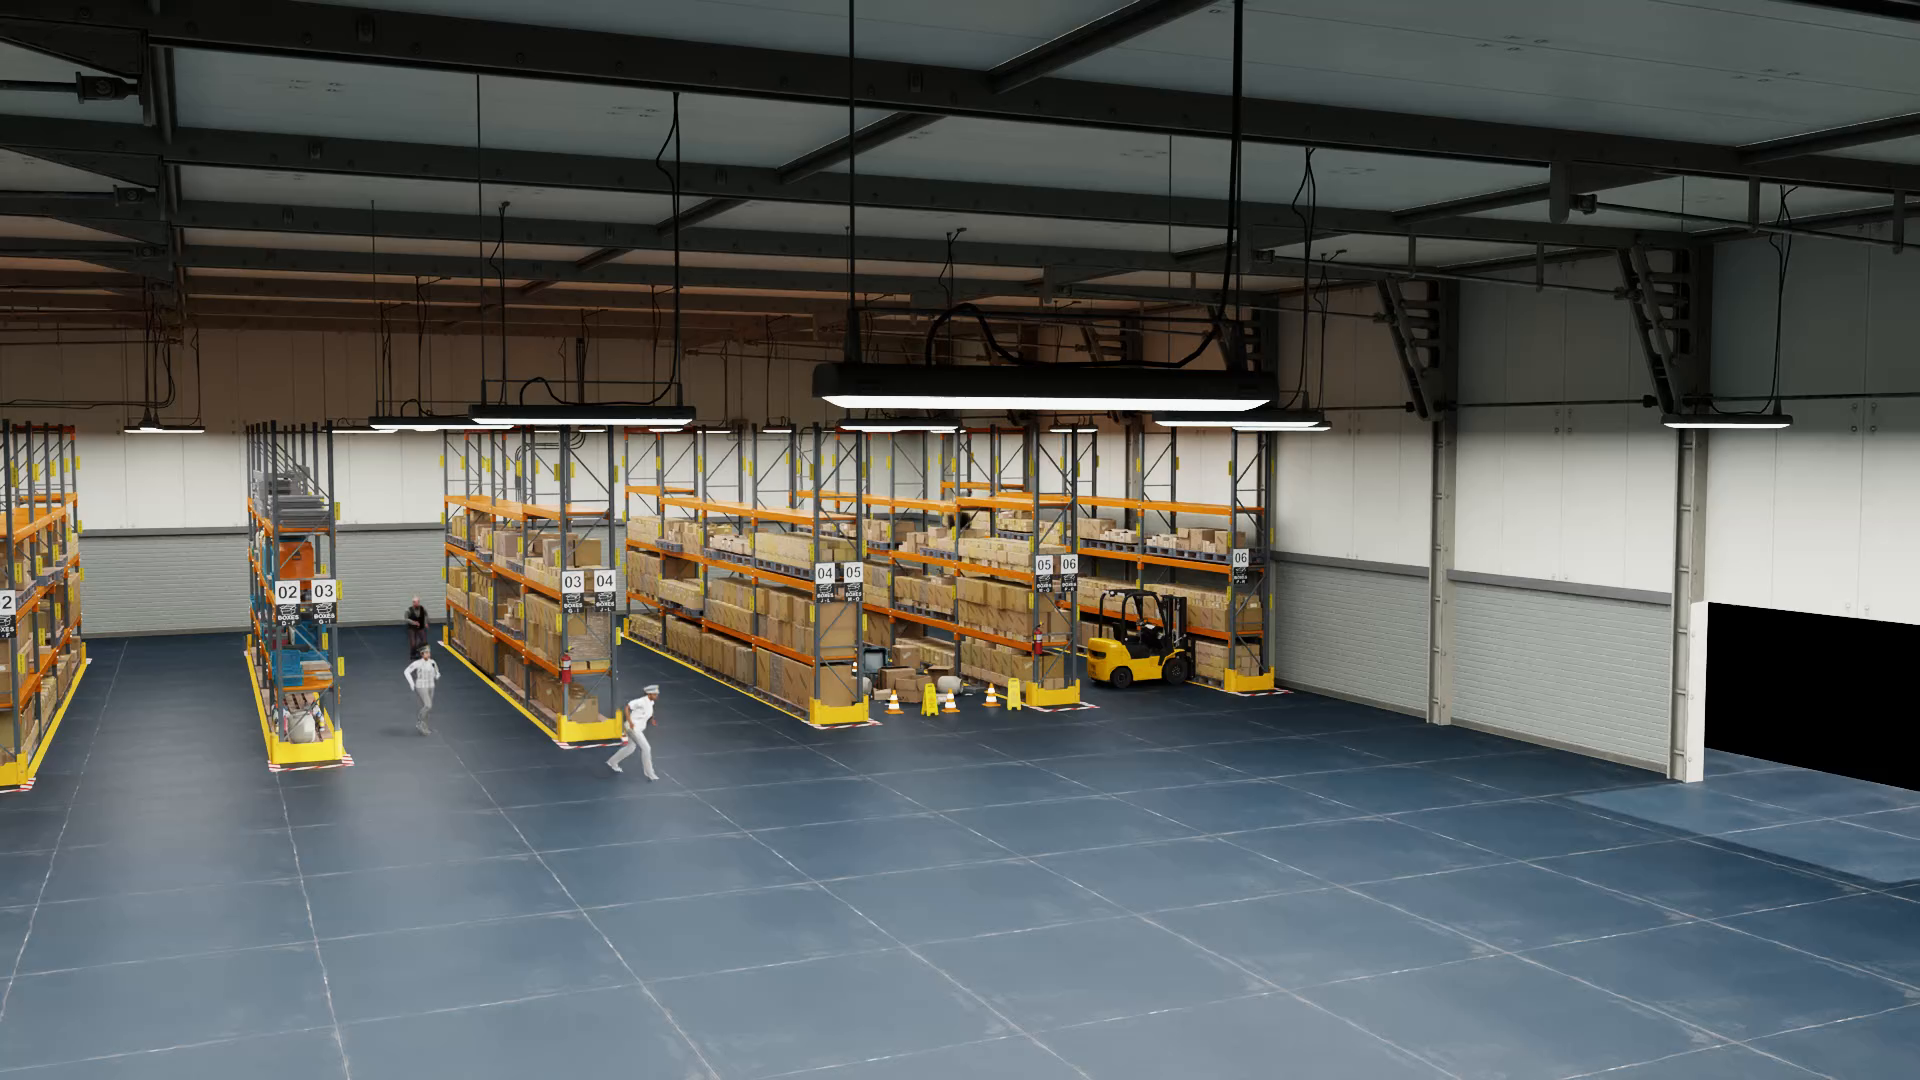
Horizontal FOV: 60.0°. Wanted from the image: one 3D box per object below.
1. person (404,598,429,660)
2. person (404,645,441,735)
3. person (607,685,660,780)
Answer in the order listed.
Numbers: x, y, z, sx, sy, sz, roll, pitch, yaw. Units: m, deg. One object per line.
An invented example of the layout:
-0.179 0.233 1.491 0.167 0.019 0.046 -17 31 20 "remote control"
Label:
-13.855 2.272 42.421 0.652 1.609 0.777 -2 4 -34 "person"
-10.300 2.889 31.939 0.717 1.737 0.509 3 4 35 "person"
-5.475 3.220 27.774 0.986 1.628 0.618 1 4 18 "person"
